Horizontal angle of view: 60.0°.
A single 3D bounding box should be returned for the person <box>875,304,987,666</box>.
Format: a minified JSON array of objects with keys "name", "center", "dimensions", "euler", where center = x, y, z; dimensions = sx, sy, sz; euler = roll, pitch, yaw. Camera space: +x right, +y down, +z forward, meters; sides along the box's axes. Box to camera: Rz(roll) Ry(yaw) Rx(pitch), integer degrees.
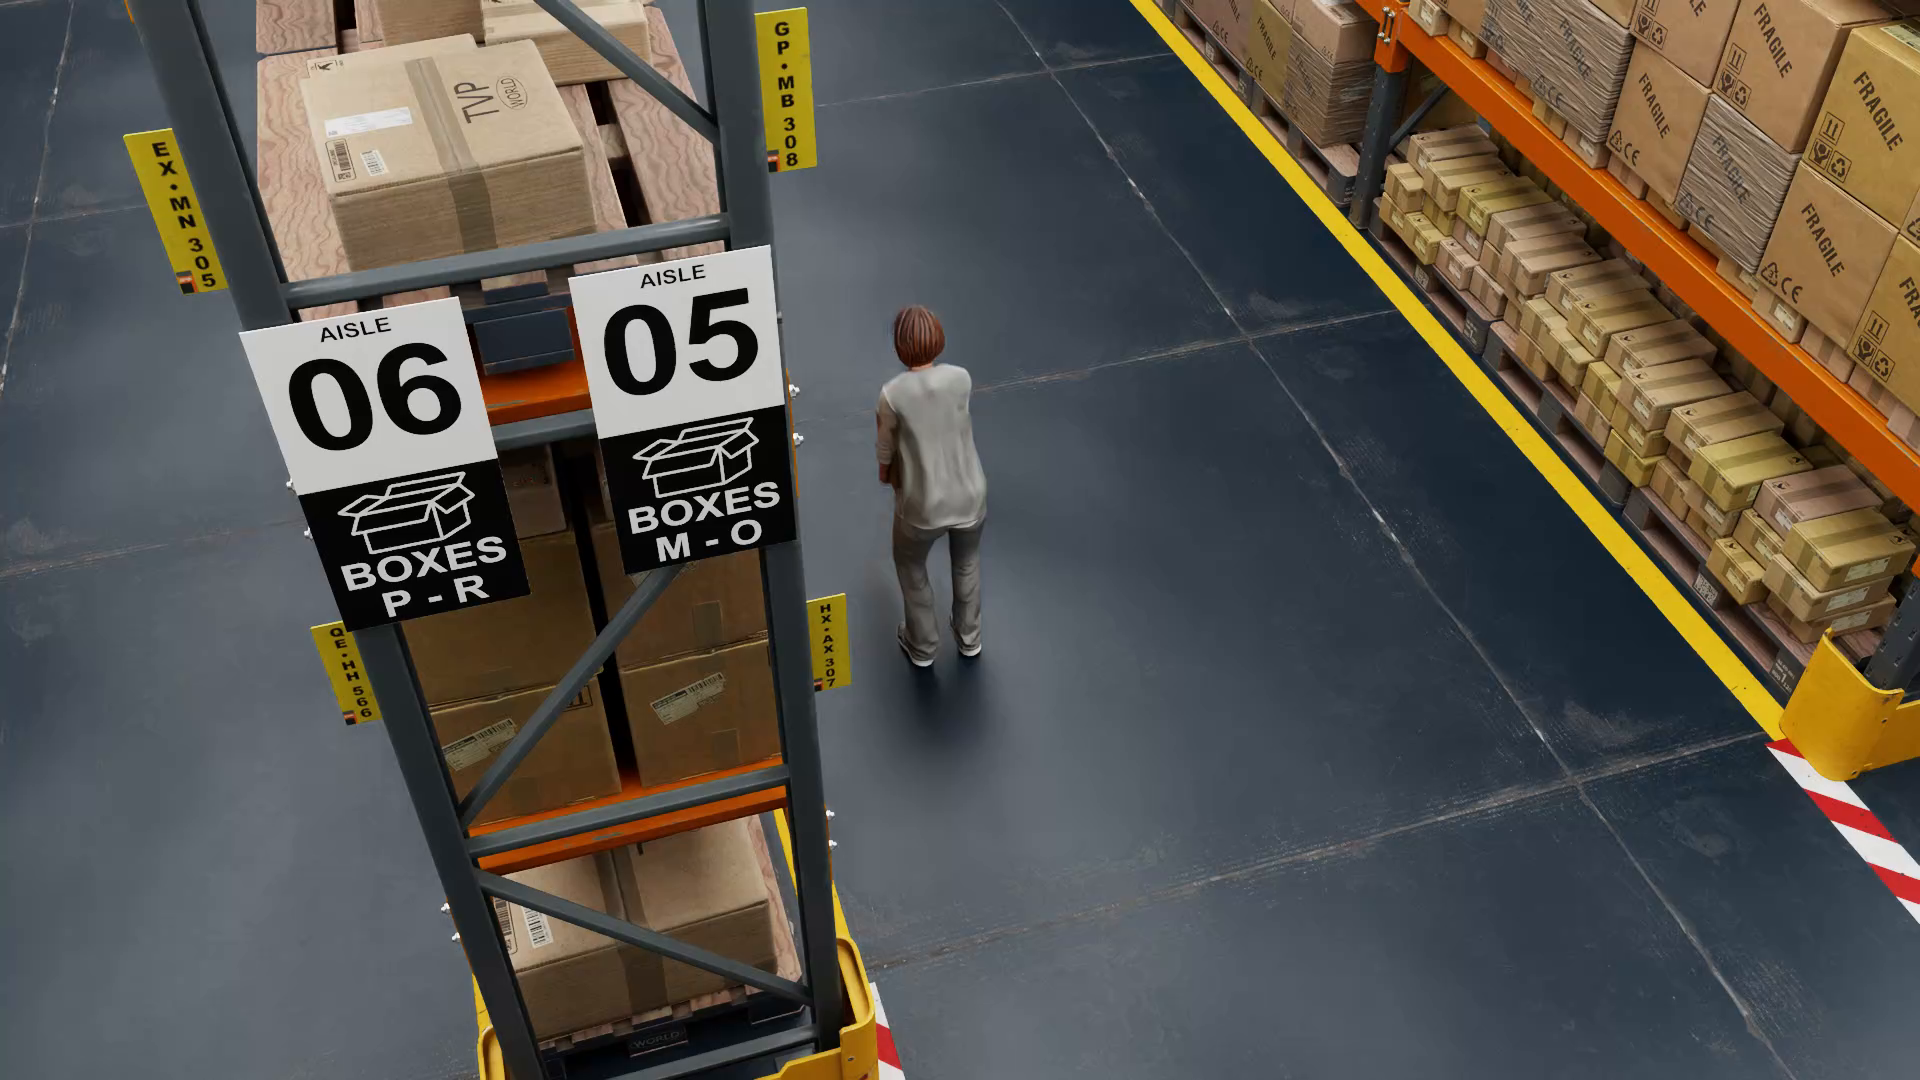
[{"name":"person","center":[-0.108,-0.182,6.411],"dimensions":[0.376,1.540,0.547],"euler":[-13,44,-13]}]
